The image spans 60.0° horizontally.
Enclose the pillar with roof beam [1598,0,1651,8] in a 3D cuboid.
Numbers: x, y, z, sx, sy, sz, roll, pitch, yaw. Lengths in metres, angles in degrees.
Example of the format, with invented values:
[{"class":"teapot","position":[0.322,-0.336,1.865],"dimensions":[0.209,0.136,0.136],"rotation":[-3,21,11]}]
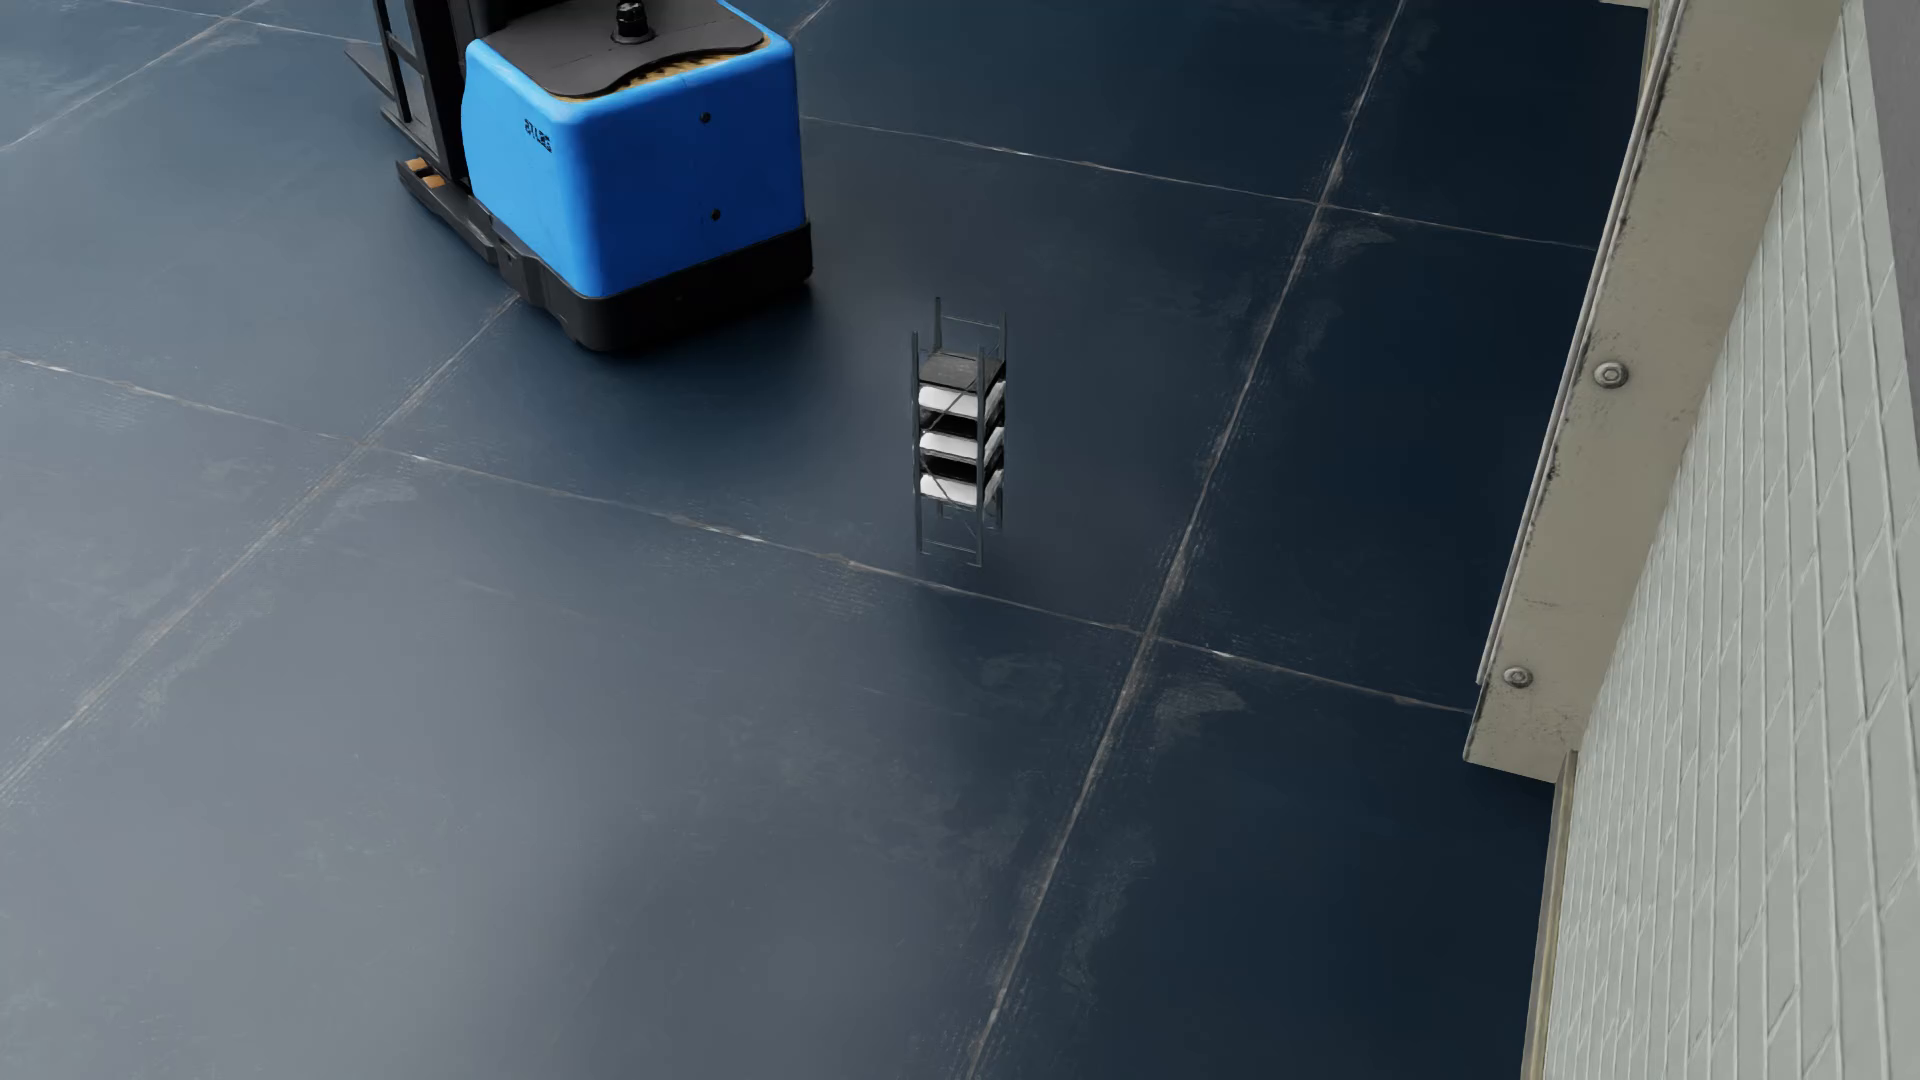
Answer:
[{"class":"pillar with roof beam","position":[-0.277,-7.466,7.568],"dimensions":[9.100,9.000,0.400],"rotation":[13,42,15]}]

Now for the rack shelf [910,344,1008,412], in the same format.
[{"class":"rack shelf","position":[-0.003,-0.517,5.299],"dimensions":[0.258,0.077,0.200],"rotation":[13,42,15]}]

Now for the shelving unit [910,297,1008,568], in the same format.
[{"class":"shelving unit","position":[-0.003,-0.337,5.452],"dimensions":[0.258,0.900,0.210],"rotation":[13,42,15]}]

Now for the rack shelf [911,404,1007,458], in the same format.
[{"class":"rack shelf","position":[-0.003,-0.381,5.415],"dimensions":[0.258,0.077,0.200],"rotation":[13,42,15]}]

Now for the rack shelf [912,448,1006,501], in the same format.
[{"class":"rack shelf","position":[-0.003,-0.244,5.532],"dimensions":[0.258,0.077,0.200],"rotation":[13,42,15]}]

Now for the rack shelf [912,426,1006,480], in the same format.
[{"class":"rack shelf","position":[-0.003,-0.312,5.474],"dimensions":[0.258,0.077,0.200],"rotation":[13,42,15]}]

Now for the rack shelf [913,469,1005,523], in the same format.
[{"class":"rack shelf","position":[-0.003,-0.175,5.591],"dimensions":[0.258,0.077,0.200],"rotation":[13,42,15]}]

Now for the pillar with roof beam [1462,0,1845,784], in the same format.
[{"class":"pillar with roof beam","position":[-2.329,-3.807,3.279],"dimensions":[9.100,9.000,0.400],"rotation":[13,42,15]}]

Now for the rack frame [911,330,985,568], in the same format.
[{"class":"rack frame","position":[-0.038,-0.275,5.379],"dimensions":[0.240,0.900,0.006],"rotation":[13,42,15]}]

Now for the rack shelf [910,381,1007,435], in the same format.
[{"class":"rack shelf","position":[-0.003,-0.449,5.357],"dimensions":[0.258,0.077,0.200],"rotation":[13,42,15]}]

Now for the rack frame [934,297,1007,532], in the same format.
[{"class":"rack frame","position":[0.032,-0.399,5.525],"dimensions":[0.240,0.900,0.006],"rotation":[13,42,15]}]

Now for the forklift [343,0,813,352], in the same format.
[{"class":"forklift","position":[-1.901,-2.758,6.725],"dimensions":[1.130,2.935,3.031],"rotation":[-26,47,-27]}]
